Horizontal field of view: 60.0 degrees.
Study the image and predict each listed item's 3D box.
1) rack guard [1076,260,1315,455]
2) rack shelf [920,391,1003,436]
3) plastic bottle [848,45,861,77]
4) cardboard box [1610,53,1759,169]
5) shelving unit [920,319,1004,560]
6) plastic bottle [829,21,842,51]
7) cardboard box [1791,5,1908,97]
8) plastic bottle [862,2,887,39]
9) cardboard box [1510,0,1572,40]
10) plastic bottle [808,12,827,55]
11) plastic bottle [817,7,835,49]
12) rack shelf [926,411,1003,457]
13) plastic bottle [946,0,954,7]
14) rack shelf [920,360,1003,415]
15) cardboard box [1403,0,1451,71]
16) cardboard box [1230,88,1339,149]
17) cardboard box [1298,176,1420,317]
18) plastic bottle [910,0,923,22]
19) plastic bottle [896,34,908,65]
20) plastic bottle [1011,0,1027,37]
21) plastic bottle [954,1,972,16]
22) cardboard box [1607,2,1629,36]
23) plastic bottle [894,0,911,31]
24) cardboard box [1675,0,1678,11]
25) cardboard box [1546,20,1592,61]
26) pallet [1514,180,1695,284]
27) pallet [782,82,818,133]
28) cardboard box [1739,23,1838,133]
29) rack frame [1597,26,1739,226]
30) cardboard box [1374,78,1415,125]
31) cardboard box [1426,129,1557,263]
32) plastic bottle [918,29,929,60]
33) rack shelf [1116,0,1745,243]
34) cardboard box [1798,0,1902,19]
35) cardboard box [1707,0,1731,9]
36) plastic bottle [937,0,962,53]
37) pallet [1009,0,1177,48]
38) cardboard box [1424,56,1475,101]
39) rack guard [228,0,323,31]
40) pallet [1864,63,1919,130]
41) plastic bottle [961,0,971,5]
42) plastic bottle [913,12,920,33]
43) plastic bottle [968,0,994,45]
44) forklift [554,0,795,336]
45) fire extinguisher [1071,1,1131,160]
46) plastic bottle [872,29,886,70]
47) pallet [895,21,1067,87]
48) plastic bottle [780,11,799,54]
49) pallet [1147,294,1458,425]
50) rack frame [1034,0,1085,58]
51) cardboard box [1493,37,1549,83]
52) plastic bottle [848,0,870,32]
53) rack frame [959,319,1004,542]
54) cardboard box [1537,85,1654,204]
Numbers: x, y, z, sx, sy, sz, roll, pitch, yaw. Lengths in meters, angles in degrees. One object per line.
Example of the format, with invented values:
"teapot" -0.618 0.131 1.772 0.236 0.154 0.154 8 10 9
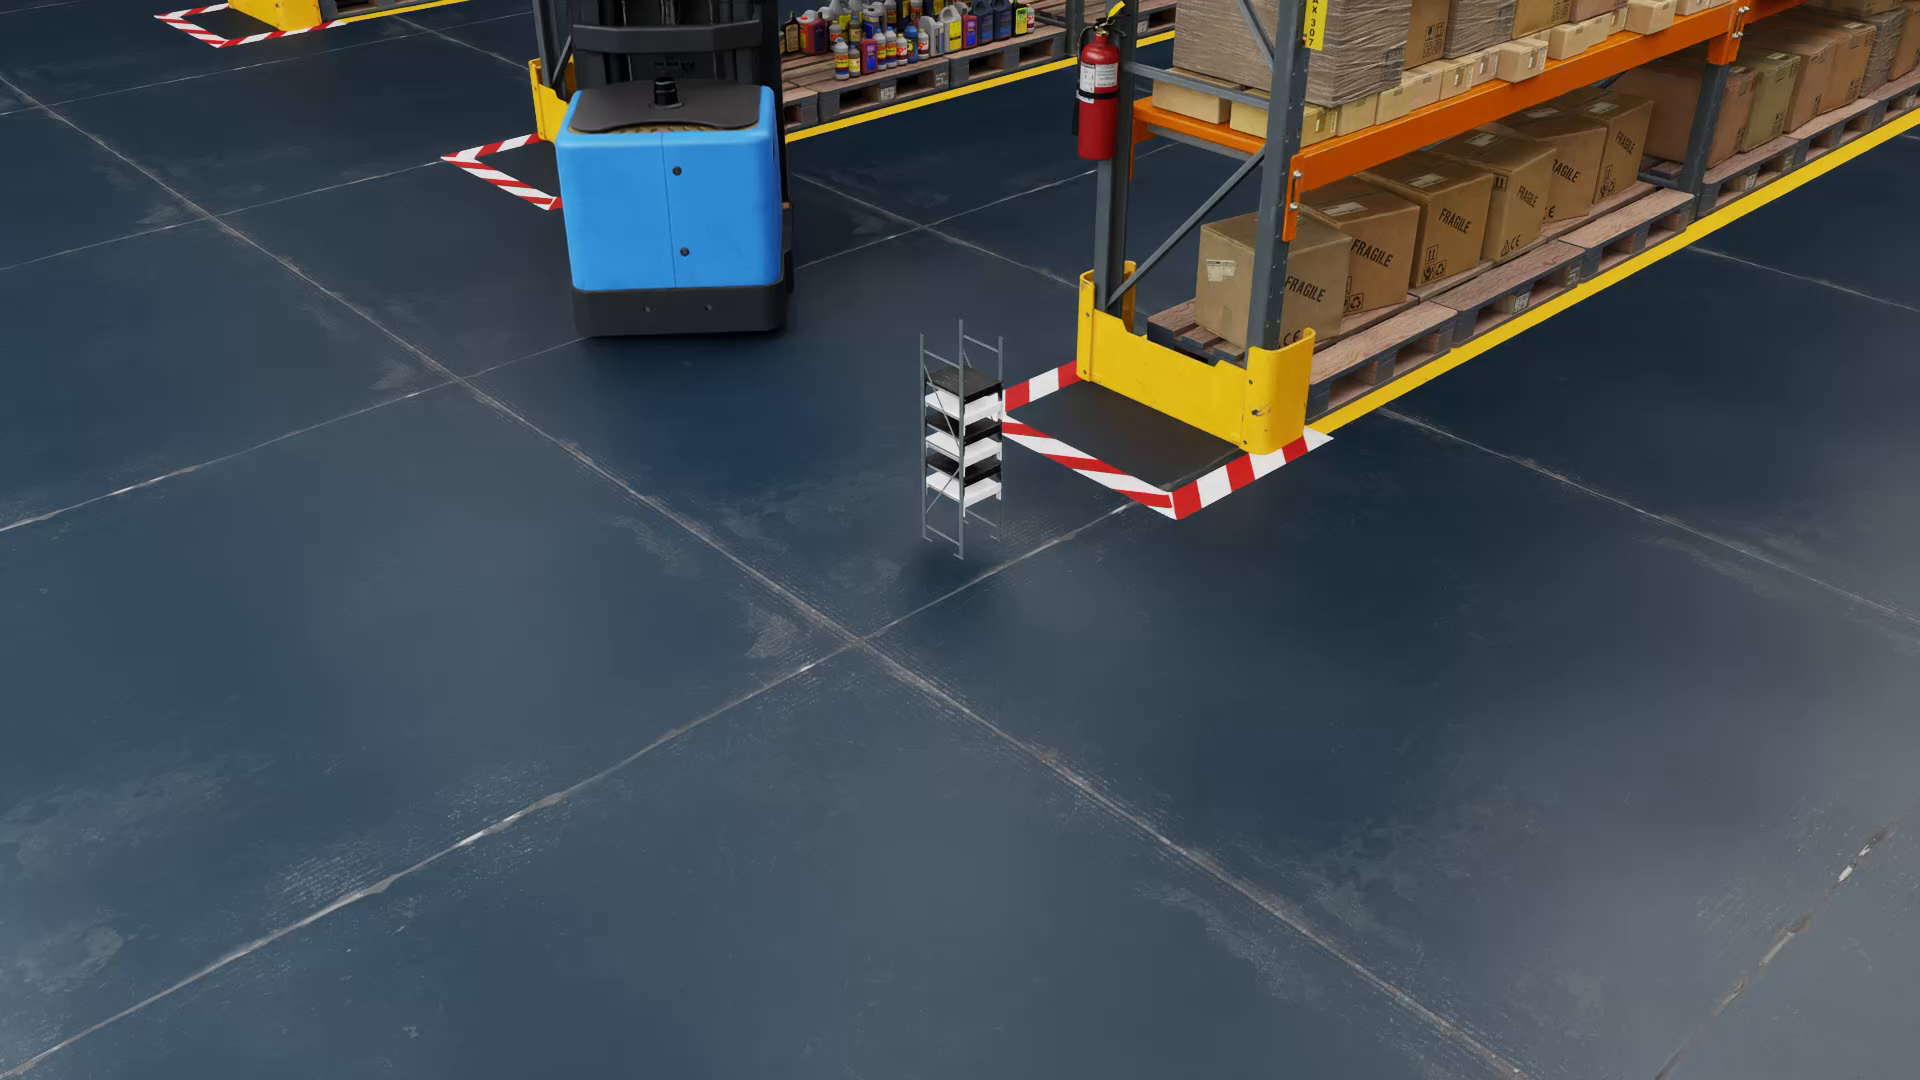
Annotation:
"rack guard" 1.060 -0.860 7.678 0.348 0.500 1.175 -26 40 -35
"rack shelf" 0.006 -0.512 6.443 0.200 0.077 0.258 -26 40 -35
"plastic bottle" -0.746 -3.349 11.612 0.097 0.201 0.097 0 31 0
"cardboard box" 4.402 -2.649 10.182 0.700 0.500 0.500 26 40 35
"shelving unit" 0.006 -0.387 6.520 0.210 0.900 0.258 -26 40 -35
"plastic bottle" -0.911 -3.694 12.177 0.097 0.201 0.097 0 31 0
"cardboard box" 5.995 -3.412 11.428 0.700 0.500 0.500 25 40 35
"plastic bottle" -0.635 -3.846 12.353 0.135 0.276 0.152 -26 40 -35
"cardboard box" 2.482 -2.811 8.090 0.500 0.500 0.875 -26 40 -35
"plastic bottle" -1.038 -3.681 12.076 0.133 0.283 0.061 -26 40 -35
"plastic bottle" -1.009 -3.767 12.225 0.135 0.276 0.152 -27 41 -37
"rack shelf" 0.006 -0.435 6.490 0.200 0.077 0.258 -26 40 -35
"plastic bottle" -0.108 -4.131 12.813 0.133 0.283 0.061 -26 40 -35
"rack shelf" 0.006 -0.589 6.396 0.200 0.077 0.258 -26 40 -35
"cardboard box" 1.711 -2.477 7.545 0.500 0.500 0.875 -26 40 -35
"cardboard box" 1.375 -1.802 7.063 0.250 0.149 0.380 -26 40 -35
"cardboard box" 1.889 -1.453 8.244 0.500 0.500 0.500 -15 35 -23
"plastic bottle" -0.328 -4.012 12.629 0.097 0.271 0.097 0 31 0
"plastic bottle" -0.425 -3.504 11.866 0.097 0.201 0.097 0 31 0
"plastic bottle" 0.441 -3.945 12.509 0.133 0.283 0.061 -24 39 -33
"plastic bottle" 0.034 -3.880 12.409 0.135 0.276 0.152 -26 40 -35
"cardboard box" 3.185 -2.702 8.535 0.250 0.149 0.380 -26 40 -35
"plastic bottle" -0.443 -4.076 12.658 0.144 0.351 0.185 27 41 37
"cardboard box" 3.566 -2.872 8.812 0.250 0.149 0.380 -26 40 -35
"cardboard box" 2.870 -2.496 8.198 0.250 0.149 0.380 -26 40 -35
"pallet" 3.469 -1.877 9.617 1.213 0.211 1.003 -26 40 -35
"pallet" -1.740 -2.936 11.349 1.213 0.211 1.003 -26 40 -35
"cardboard box" 5.175 -3.010 10.771 0.700 0.500 0.500 25 40 35
"rack frame" 3.937 -3.319 9.302 0.127 3.000 1.000 -26 40 -35
"cardboard box" 1.765 -1.967 7.332 0.250 0.149 0.380 -26 40 -35
"cardboard box" 2.800 -1.848 8.891 0.500 0.500 0.500 25 39 35
"plastic bottle" -0.274 -3.577 11.985 0.097 0.201 0.097 0 31 0
"rack shelf" 2.471 -2.302 8.329 4.000 0.370 1.077 -26 40 -35
"cardboard box" 6.018 -3.737 11.242 0.500 0.250 0.500 -21 37 -30
"cardboard box" 3.980 -3.023 9.059 0.250 0.149 0.380 -26 40 -35
"plastic bottle" -0.084 -3.749 12.124 0.185 0.351 0.144 -26 40 -36
"pallet" 1.119 -4.317 13.607 1.213 0.211 1.003 -26 40 -35
"cardboard box" 2.123 -2.149 7.630 0.250 0.149 0.380 -26 40 -35
"rack guard" -5.746 -4.616 13.819 0.348 0.500 1.175 -26 40 -35
"pallet" 6.297 -3.271 11.897 1.213 0.211 1.003 -26 40 -35
"plastic bottle" 0.038 -4.292 13.087 0.097 0.271 0.097 0 31 0
"plastic bottle" -0.279 -3.705 12.116 0.133 0.283 0.061 -26 40 -35
"plastic bottle" 0.153 -3.864 12.311 0.144 0.351 0.185 27 40 37
"forklift" -1.518 -3.006 8.857 1.130 2.935 3.031 -2 32 -4
"fire extinguisher" 0.607 -2.002 7.223 0.183 0.674 0.296 -26 40 -35
"plastic bottle" -0.571 -3.464 11.732 0.097 0.271 0.097 0 31 0
"pallet" 0.049 -3.801 12.764 1.213 0.211 1.003 -26 40 -35
"plastic bottle" -1.241 -3.691 12.093 0.133 0.283 0.061 -25 39 -34
"pallet" 1.680 -1.012 8.202 1.213 0.211 1.003 -26 40 -35
"rack frame" 0.570 -5.213 12.400 0.127 3.000 1.000 -26 40 -35
"cardboard box" 2.541 -2.297 7.873 0.250 0.149 0.380 -26 40 -35
"plastic bottle" -0.754 -3.925 12.412 0.185 0.351 0.144 -26 40 -36
"rack frame" 0.081 -0.423 6.579 0.006 0.900 0.240 -26 40 -35
"cardboard box" 3.617 -2.305 9.637 0.500 0.500 0.500 -27 41 -37
